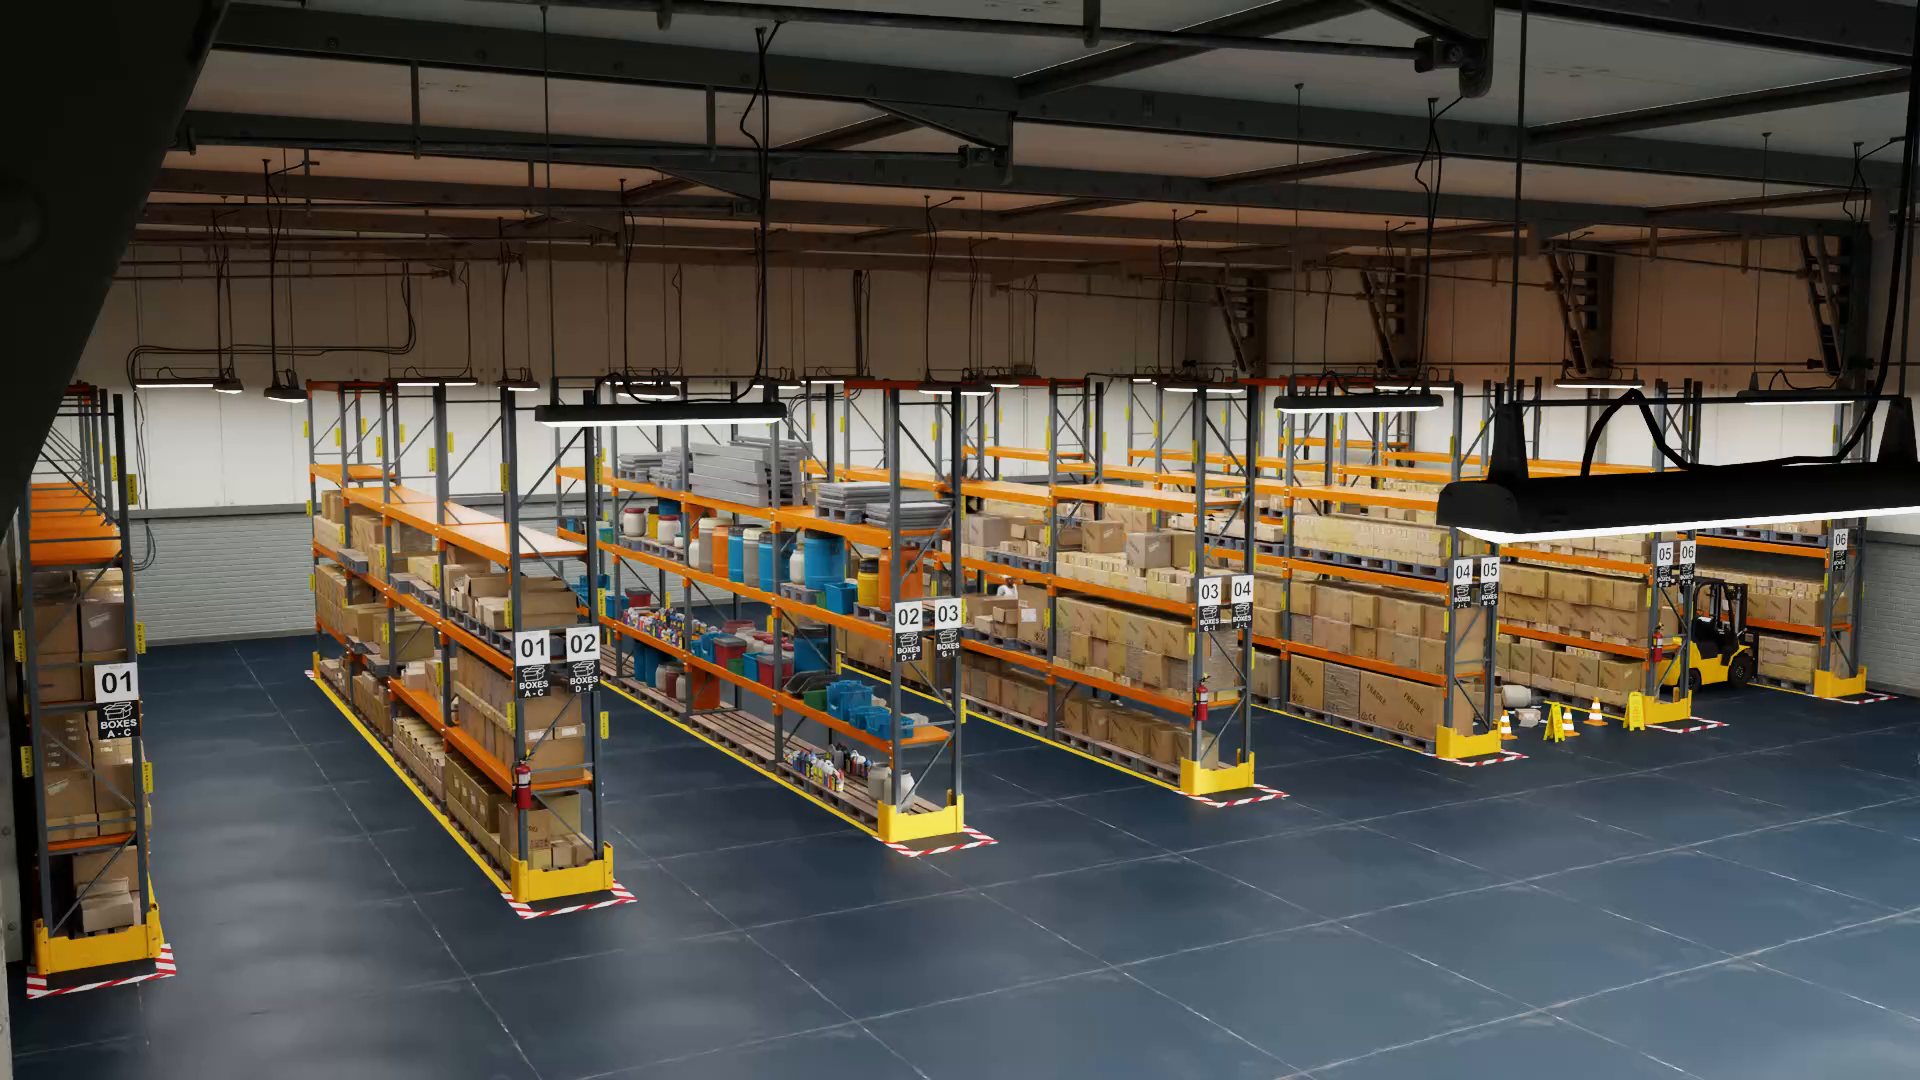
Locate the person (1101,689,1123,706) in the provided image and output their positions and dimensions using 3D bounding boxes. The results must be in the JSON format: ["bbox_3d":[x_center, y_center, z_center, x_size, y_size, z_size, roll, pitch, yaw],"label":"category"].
[{"bbox_3d":[2.822,2.286,30.892,0.522,1.554,0.598,-5,8,-40],"label":"person"}]

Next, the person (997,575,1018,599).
[{"bbox_3d":[1.057,1.612,36.016,0.704,1.850,0.798,-4,7,-31],"label":"person"}]
